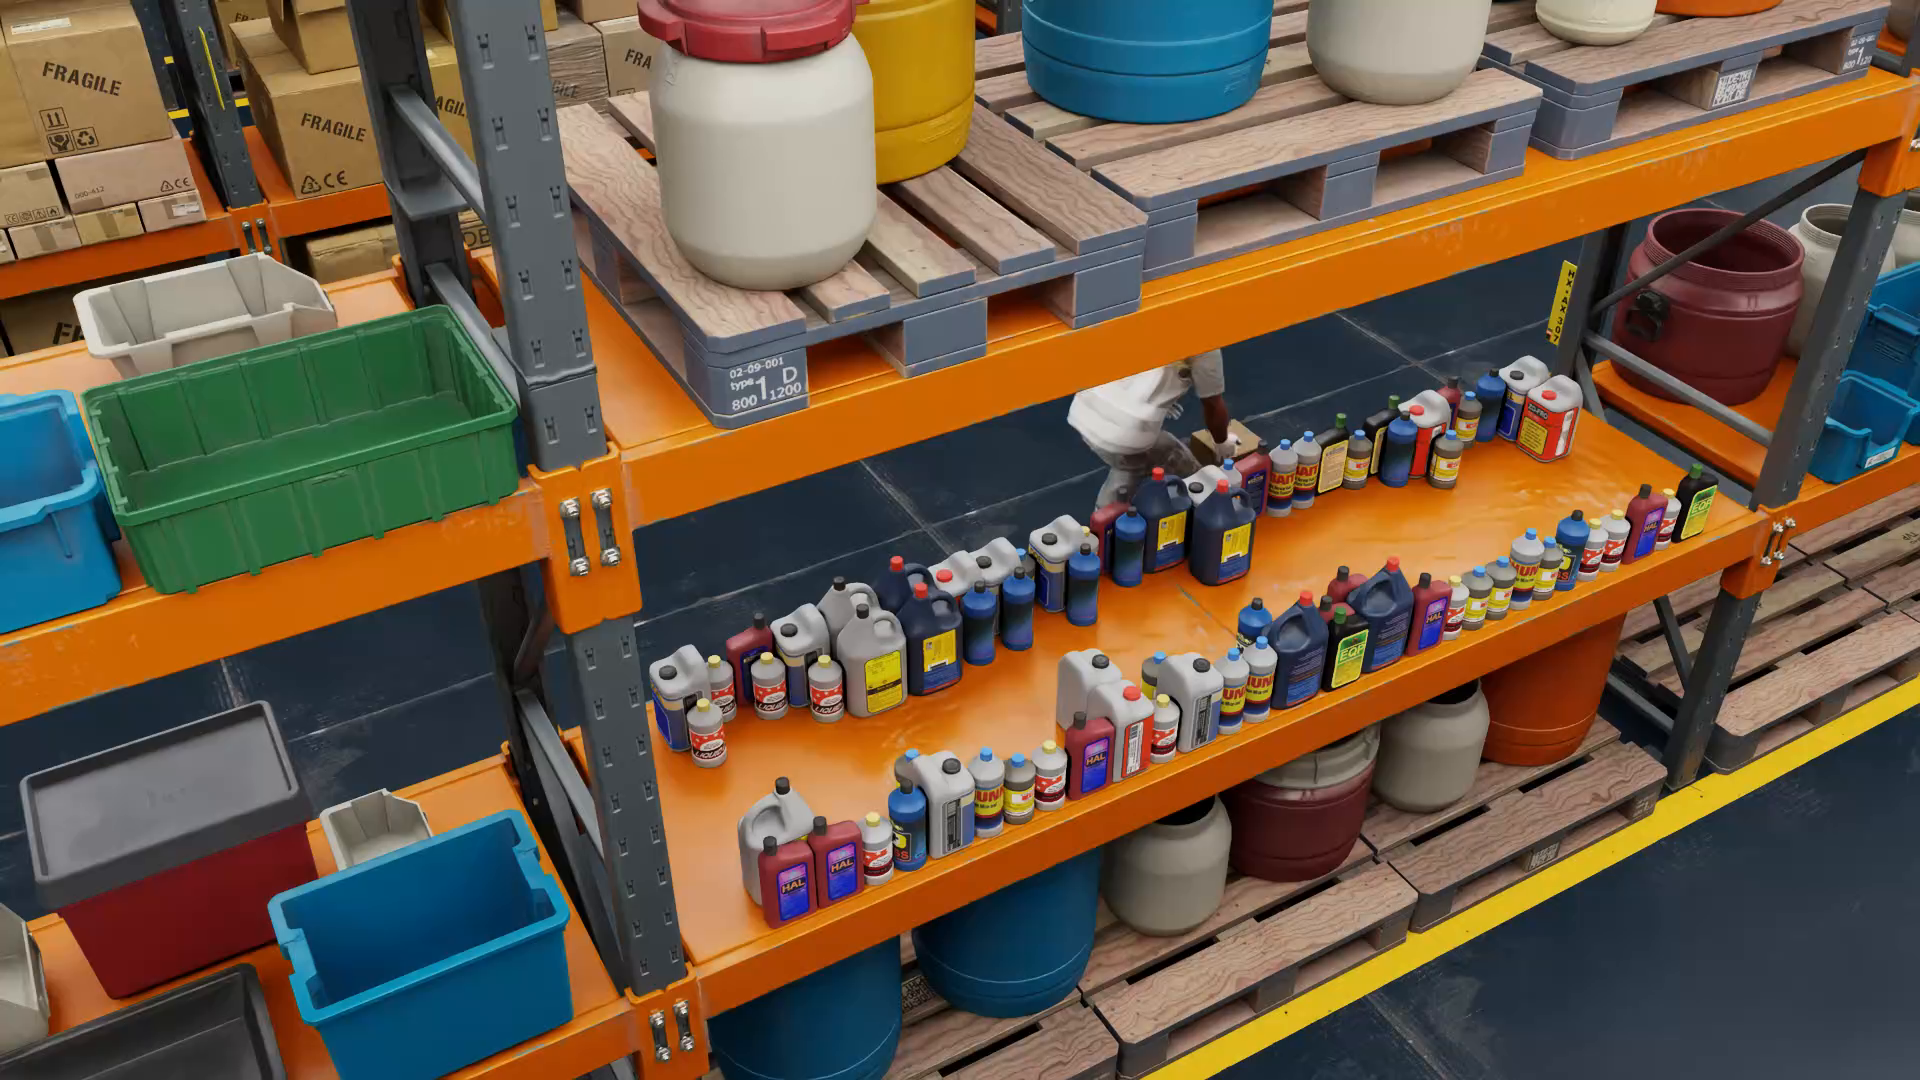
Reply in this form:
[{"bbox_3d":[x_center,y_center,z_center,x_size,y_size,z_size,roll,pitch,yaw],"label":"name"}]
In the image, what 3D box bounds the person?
[{"bbox_3d":[0.832,-0.568,7.192,0.787,1.327,0.610,-19,40,-24],"label":"person"}]
